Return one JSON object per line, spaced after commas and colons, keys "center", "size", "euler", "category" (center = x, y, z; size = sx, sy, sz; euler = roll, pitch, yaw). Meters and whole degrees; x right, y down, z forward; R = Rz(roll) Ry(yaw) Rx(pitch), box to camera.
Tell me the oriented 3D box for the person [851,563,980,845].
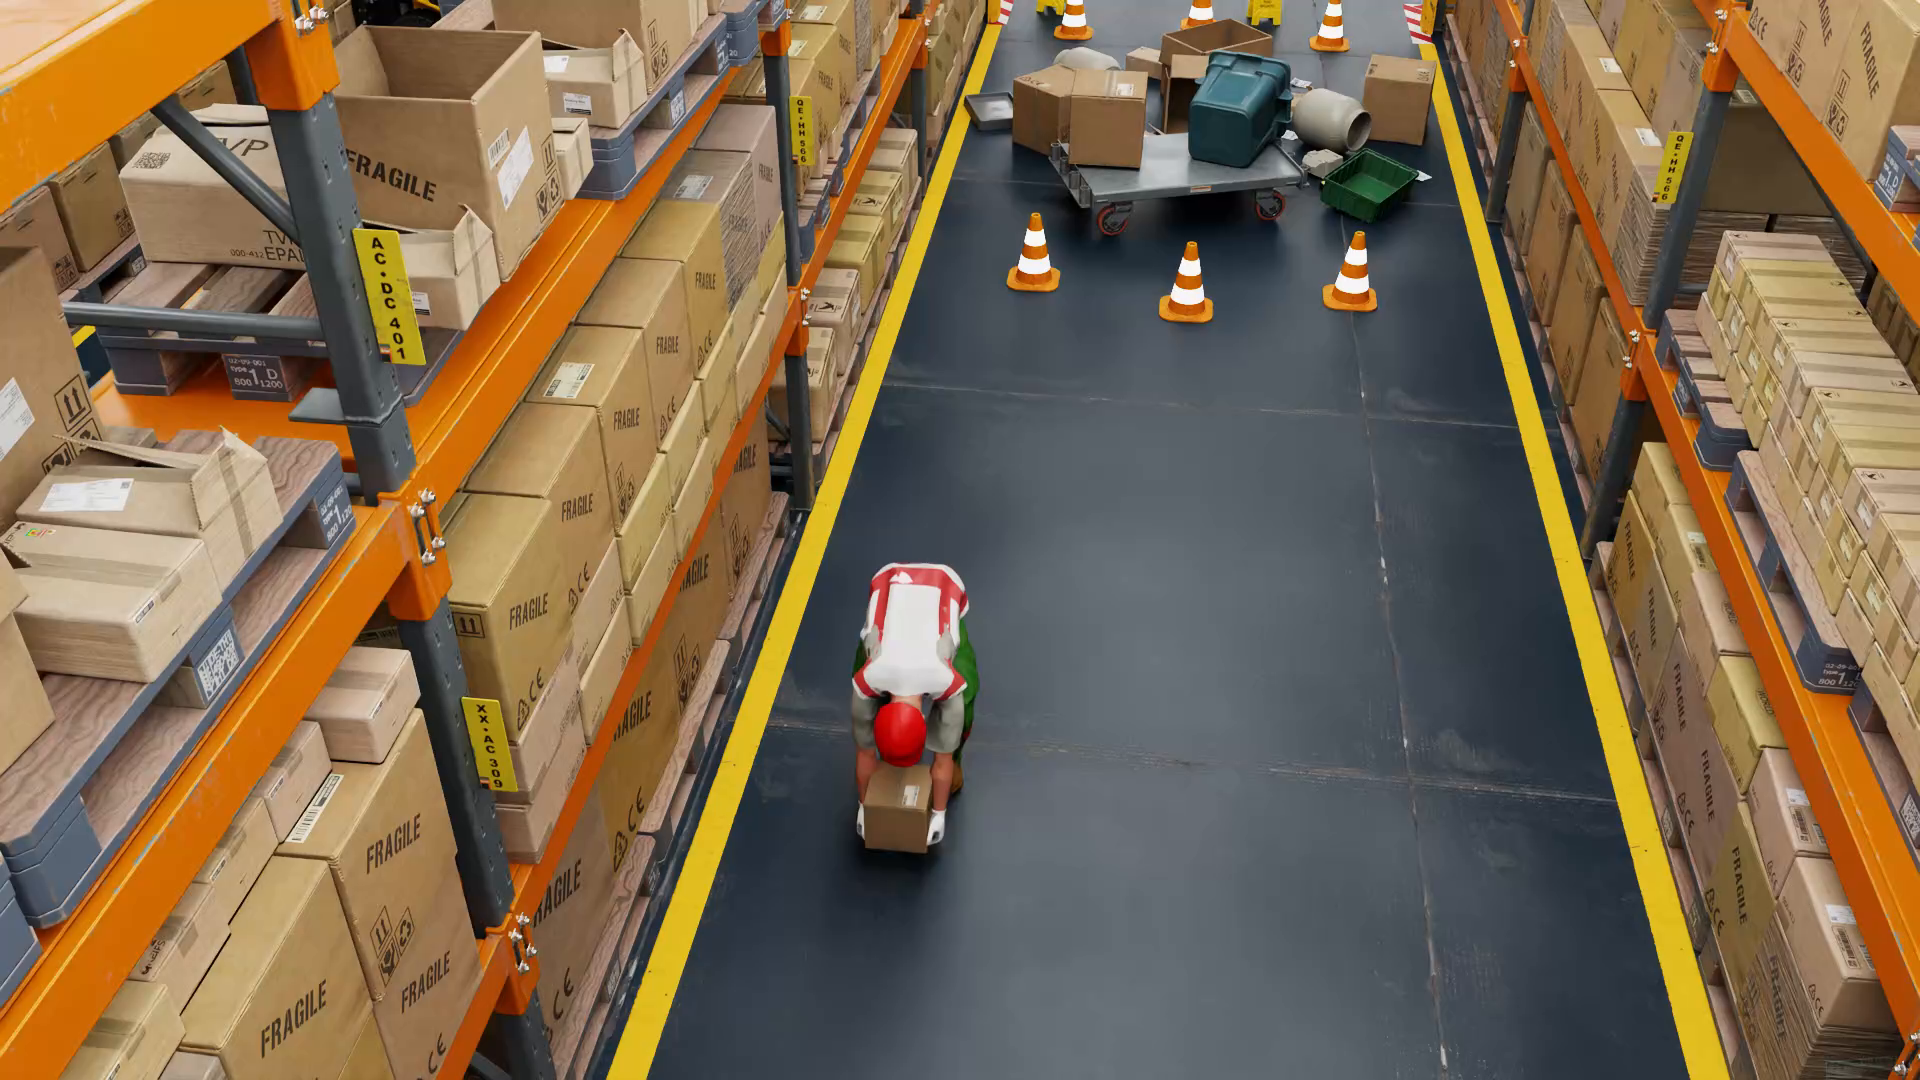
{"center": [-0.188, 0.689, 6.726], "size": [0.522, 1.010, 0.952], "euler": [3, 36, 4], "category": "person"}
